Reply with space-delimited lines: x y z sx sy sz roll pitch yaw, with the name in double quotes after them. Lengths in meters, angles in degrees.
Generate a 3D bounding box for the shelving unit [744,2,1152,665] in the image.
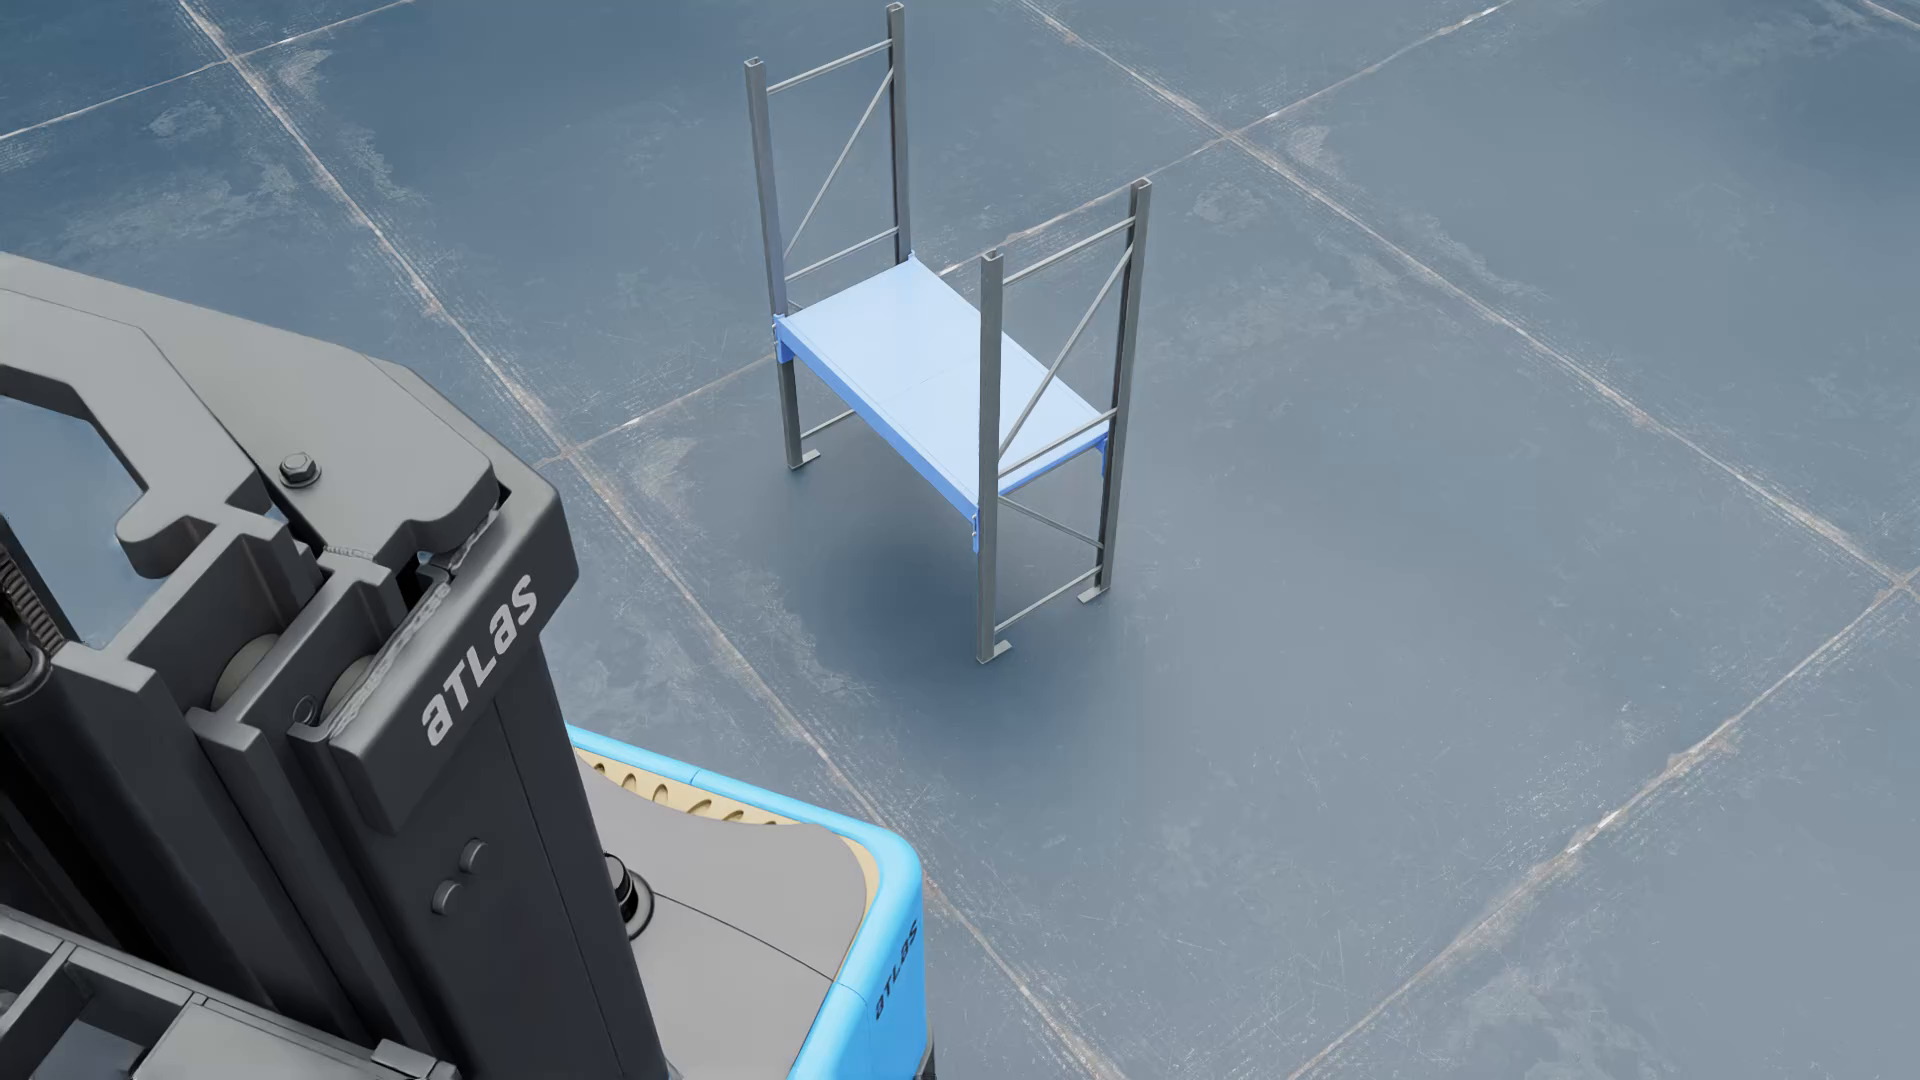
-0.052 -0.554 4.740 0.538 1.500 1.048 -29 54 -24 "shelving unit"

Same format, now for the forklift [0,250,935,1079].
-1.059 1.224 2.162 1.130 2.935 3.031 16 50 14 "forklift"

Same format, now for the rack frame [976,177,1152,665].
0.256 -0.254 4.468 0.500 1.500 0.032 -29 54 -24 "rack frame"

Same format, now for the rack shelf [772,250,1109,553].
-0.052 -0.433 4.873 0.538 0.185 1.000 -29 54 -24 "rack shelf"

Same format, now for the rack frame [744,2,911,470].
-0.359 -0.854 5.012 0.500 1.500 0.032 -29 54 -24 "rack frame"
